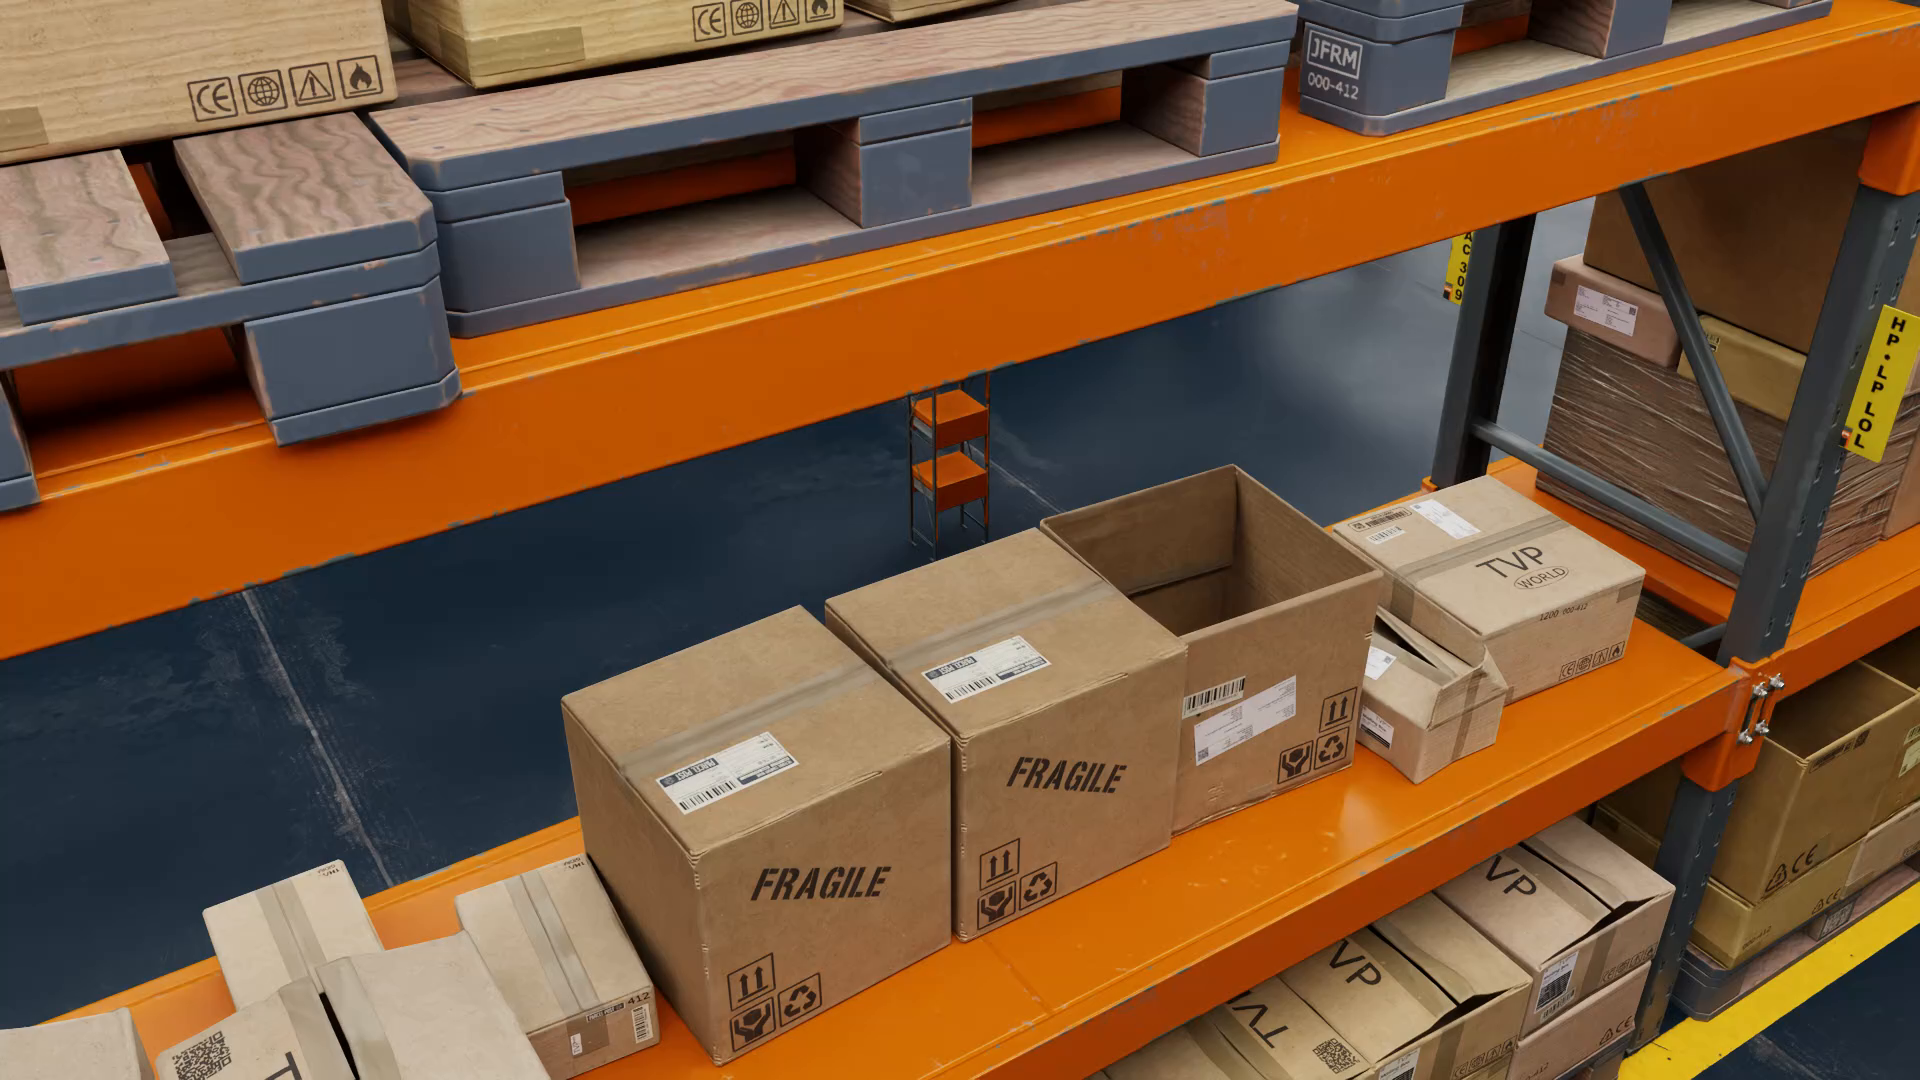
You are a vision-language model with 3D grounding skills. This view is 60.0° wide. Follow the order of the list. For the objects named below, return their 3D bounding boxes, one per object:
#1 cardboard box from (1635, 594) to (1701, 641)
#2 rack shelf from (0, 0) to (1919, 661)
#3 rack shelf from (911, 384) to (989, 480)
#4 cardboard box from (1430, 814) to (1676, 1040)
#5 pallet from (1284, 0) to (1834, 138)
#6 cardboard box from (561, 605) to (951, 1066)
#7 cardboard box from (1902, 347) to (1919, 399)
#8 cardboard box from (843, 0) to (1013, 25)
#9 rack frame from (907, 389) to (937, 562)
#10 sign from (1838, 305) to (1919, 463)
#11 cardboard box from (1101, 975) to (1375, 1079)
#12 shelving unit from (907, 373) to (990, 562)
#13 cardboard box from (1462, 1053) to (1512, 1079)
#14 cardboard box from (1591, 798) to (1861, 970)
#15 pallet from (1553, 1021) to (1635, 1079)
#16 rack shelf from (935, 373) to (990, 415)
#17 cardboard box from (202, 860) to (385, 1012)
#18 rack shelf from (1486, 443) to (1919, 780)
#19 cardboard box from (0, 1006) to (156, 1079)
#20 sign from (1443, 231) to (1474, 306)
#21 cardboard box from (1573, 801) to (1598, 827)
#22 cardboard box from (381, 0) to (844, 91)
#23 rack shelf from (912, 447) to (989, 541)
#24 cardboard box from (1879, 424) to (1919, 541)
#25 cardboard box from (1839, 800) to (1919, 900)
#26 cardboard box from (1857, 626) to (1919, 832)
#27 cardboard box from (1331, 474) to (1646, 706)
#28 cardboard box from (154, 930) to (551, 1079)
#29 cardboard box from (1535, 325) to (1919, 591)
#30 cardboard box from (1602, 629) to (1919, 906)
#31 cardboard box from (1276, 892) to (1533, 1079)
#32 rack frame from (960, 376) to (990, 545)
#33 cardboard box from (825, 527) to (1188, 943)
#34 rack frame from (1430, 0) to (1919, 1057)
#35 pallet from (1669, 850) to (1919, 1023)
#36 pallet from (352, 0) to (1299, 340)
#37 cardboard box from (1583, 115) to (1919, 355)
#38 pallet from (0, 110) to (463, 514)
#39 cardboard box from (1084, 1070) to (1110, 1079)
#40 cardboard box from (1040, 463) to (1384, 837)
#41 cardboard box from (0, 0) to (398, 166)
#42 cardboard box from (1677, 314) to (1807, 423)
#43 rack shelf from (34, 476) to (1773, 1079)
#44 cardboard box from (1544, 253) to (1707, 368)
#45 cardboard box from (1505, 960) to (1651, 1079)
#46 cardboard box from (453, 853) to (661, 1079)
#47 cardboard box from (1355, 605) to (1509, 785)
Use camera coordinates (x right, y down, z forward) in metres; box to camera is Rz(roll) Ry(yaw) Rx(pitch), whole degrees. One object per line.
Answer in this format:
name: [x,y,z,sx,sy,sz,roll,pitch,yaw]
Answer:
cardboard box: [2.297,0.191,5.116,0.500,0.500,0.500,-19,37,-27]
rack shelf: [-0.082,-0.492,2.581,4.000,0.370,1.077,-19,37,-27]
rack shelf: [-0.045,-0.420,6.451,0.240,0.259,0.215,-19,37,-27]
cardboard box: [1.414,0.888,4.188,0.500,0.311,0.500,-19,37,-27]
pallet: [0.865,-1.032,2.943,1.217,0.209,0.805,-21,38,-29]
cardboard box: [-0.361,0.516,3.026,0.500,0.500,0.500,-21,38,-30]
cardboard box: [2.141,-0.485,4.006,0.250,0.149,0.380,-18,37,-27]
cardboard box: [-0.041,-0.963,2.401,0.500,0.250,0.500,-22,39,-31]
rack frame: [-0.148,-0.393,6.390,0.008,1.050,0.200,-19,37,-27]
sign: [1.902,-0.321,3.436,0.005,0.325,0.100,-19,37,-27]
cardboard box: [0.560,1.185,3.718,0.500,0.311,0.500,-19,37,-27]
shelving unit: [-0.045,-0.429,6.445,0.252,1.050,0.215,-19,37,-27]
cardboard box: [0.982,1.275,4.100,0.500,0.250,0.500,-20,37,-28]
cardboard box: [2.153,0.882,4.724,0.500,0.250,0.500,-19,37,-27]
pallet: [1.001,1.304,4.484,1.213,0.211,1.003,-19,37,-27]
rack shelf: [-0.045,-0.660,6.300,0.240,0.259,0.215,-19,37,-27]
cardboard box: [-1.156,0.773,2.948,0.250,0.149,0.380,-19,37,-27]
rack shelf: [3.280,-0.379,5.214,4.000,0.370,1.077,-19,37,-27]
cardboard box: [-1.433,1.003,2.432,0.500,0.311,0.500,-17,36,-24]
sign: [1.297,-0.753,4.247,0.005,0.325,0.100,-19,37,-27]
cardboard box: [1.871,0.648,5.095,0.500,0.250,0.500,-19,37,-27]
cardboard box: [-0.494,-0.808,2.155,0.500,0.250,0.500,-20,37,-28]
rack shelf: [-0.045,-0.185,6.599,0.240,0.259,0.215,-19,37,-27]
cardboard box: [2.409,-0.434,4.533,0.500,0.500,0.700,-19,37,-28]
cardboard box: [2.576,0.740,4.950,0.500,0.250,0.500,-19,37,-27]
cardboard box: [2.575,0.421,4.752,0.500,0.500,0.500,-19,37,-27]
cardboard box: [1.209,0.120,3.889,0.500,0.250,0.500,-17,36,-24]
cardboard box: [-0.906,0.917,2.568,0.500,0.311,0.500,-19,37,-28]
cardboard box: [1.969,-0.279,4.287,0.500,0.500,0.700,-20,37,-28]
cardboard box: [2.159,0.569,4.517,0.500,0.500,0.500,-19,37,-27]
cardboard box: [0.980,1.042,3.945,0.500,0.311,0.500,-18,36,-26]
rack frame: [0.058,-0.464,6.501,0.008,1.050,0.200,-19,37,-27]
cardboard box: [0.081,0.364,3.268,0.500,0.500,0.500,-19,37,-27]
rack frame: [1.599,-0.105,4.106,0.127,3.000,1.000,-19,37,-27]
pallet: [2.290,0.863,5.184,1.213,0.211,1.003,-19,37,-27]
pallet: [-0.302,-0.699,2.412,1.213,0.211,1.003,-17,36,-25]
cardboard box: [1.969,-0.827,3.941,0.500,0.500,0.700,-19,37,-27]
pallet: [-1.241,-0.374,1.897,1.003,0.211,1.213,-17,36,-25]
cardboard box: [0.135,1.328,3.491,0.500,0.311,0.500,-19,37,-28]
cardboard box: [0.502,0.219,3.497,0.500,0.500,0.500,-16,36,-24]
cardboard box: [-0.981,-0.648,1.901,0.500,0.250,0.500,-18,36,-26]
cardboard box: [1.930,-0.413,3.891,0.250,0.149,0.380,-19,37,-27]
rack shelf: [-0.082,0.777,3.381,4.000,0.370,1.077,-19,37,-27]
cardboard box: [1.712,-0.597,4.183,0.250,0.149,0.380,-19,37,-27]
cardboard box: [1.408,1.130,4.331,0.500,0.250,0.500,-19,37,-28]
cardboard box: [-0.721,0.763,2.964,0.250,0.149,0.380,-16,36,-24]
cardboard box: [0.960,0.288,3.608,0.258,0.266,0.396,-20,37,-28]
